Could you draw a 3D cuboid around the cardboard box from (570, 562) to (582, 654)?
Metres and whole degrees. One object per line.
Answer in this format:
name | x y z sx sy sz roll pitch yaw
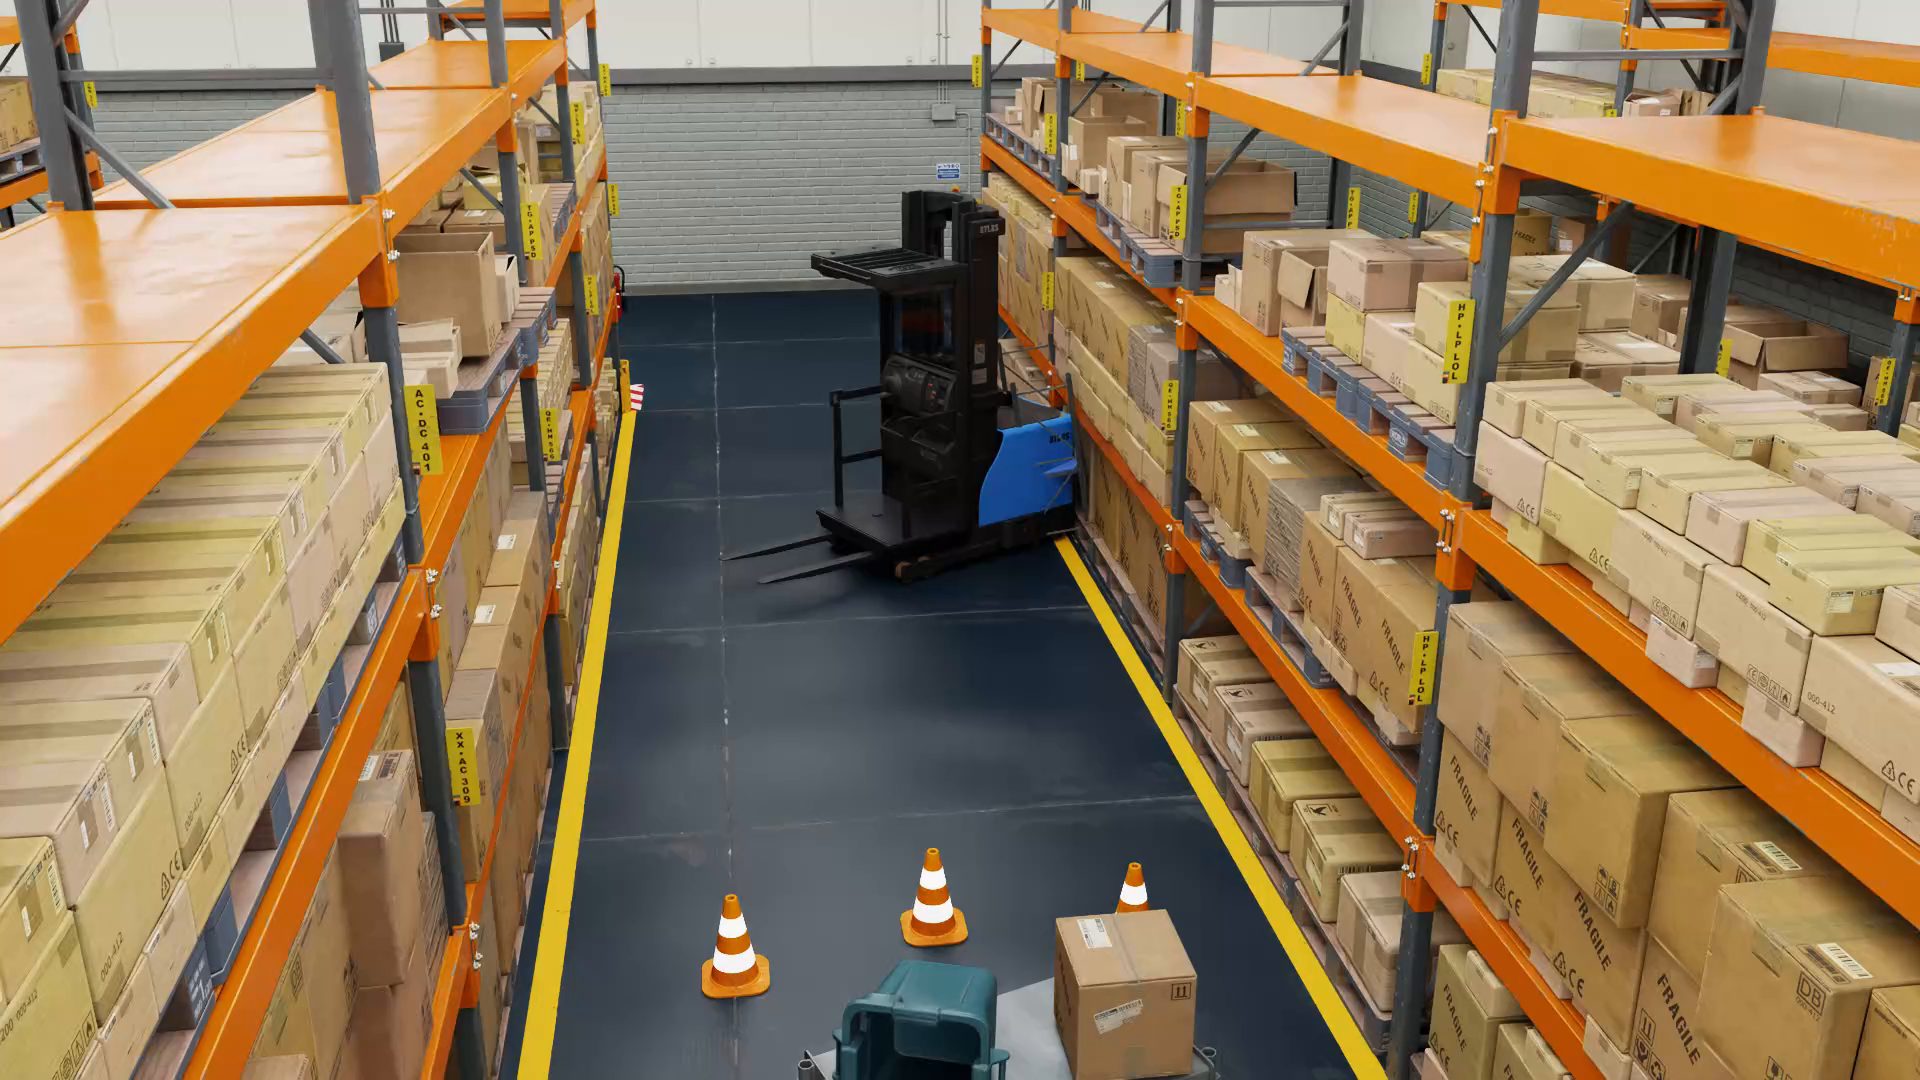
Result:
cardboard box | -2.928 0.487 11.599 0.500 0.500 0.500 -3 21 -7

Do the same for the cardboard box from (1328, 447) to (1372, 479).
cardboard box | 2.381 -0.227 9.369 0.500 0.500 0.500 -4 21 -11

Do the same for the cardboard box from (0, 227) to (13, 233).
cardboard box | -9.204 -2.678 15.817 0.500 0.500 0.500 -3 21 -9

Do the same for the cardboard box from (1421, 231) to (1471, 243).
cardboard box | 5.438 -3.261 18.448 0.500 0.250 0.500 -3 21 -7

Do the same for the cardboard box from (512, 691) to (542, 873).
cardboard box | -2.874 1.319 9.013 1.050 0.750 0.750 -3 21 -7

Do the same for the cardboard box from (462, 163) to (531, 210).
cardboard box | -2.862 -2.199 10.293 0.396 0.266 0.258 -3 21 -8

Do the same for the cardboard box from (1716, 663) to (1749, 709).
cardboard box | 2.482 0.412 4.898 0.380 0.149 0.250 -3 21 -7

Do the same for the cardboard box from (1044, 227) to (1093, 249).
cardboard box | 0.945 -2.635 14.486 0.380 0.149 0.250 -3 21 -9

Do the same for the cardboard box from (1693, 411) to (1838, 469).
cardboard box | 2.782 -0.337 5.765 0.380 0.149 0.250 -2 21 -6

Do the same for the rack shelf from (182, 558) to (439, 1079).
rack shelf | -2.137 0.953 4.118 1.077 0.370 4.000 -3 21 -8

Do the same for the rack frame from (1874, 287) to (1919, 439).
rack frame | 6.793 -0.592 11.515 1.000 3.000 0.127 -3 21 -8

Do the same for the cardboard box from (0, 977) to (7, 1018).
cardboard box | -1.582 0.678 2.304 0.380 0.149 0.250 -3 21 -7

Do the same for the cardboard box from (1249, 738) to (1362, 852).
cardboard box | 2.171 1.408 9.316 0.950 0.372 0.625 -2 21 -6

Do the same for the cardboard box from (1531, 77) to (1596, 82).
cardboard box | 6.139 -4.573 16.960 0.500 0.250 0.500 -3 21 -7

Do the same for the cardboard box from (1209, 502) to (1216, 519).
cardboard box | 1.752 -0.198 10.219 0.380 0.149 0.250 -4 21 -11

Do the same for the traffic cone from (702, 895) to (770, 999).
traffic cone | -1.125 1.977 8.262 0.336 0.463 0.334 -3 21 -8

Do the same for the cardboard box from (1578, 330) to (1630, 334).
cardboard box | 2.696 -0.886 7.627 0.500 0.250 0.500 -3 21 -8

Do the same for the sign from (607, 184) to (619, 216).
sign | -3.603 -3.537 17.294 0.100 0.325 0.005 -3 21 -8

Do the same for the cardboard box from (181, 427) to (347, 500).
cardboard box | -1.950 -0.204 4.665 0.380 0.149 0.250 -3 21 -7

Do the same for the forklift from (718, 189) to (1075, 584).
forklift | -0.506 -1.242 13.352 3.031 2.935 1.130 -15 25 -34

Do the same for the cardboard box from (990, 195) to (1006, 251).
cardboard box | 0.597 -3.267 17.104 0.500 0.500 0.500 -3 21 -9

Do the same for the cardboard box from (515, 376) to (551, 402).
cardboard box | -3.068 -1.039 11.618 0.380 0.149 0.250 -2 21 -6

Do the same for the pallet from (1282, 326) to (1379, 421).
pallet | 2.322 -0.851 8.189 1.213 0.211 1.003 -3 21 -8

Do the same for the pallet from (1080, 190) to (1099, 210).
pallet | 1.486 -2.726 13.215 0.805 0.209 1.217 -4 21 -10

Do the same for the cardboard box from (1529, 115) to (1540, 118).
cardboard box | 5.751 -3.963 16.043 0.500 0.250 0.500 -2 21 -7

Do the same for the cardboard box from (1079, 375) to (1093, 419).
cardboard box | 1.241 -1.132 13.175 0.500 0.250 0.500 -3 21 -8

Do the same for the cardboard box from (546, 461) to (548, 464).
cardboard box | -2.985 -0.580 11.240 0.380 0.149 0.250 -2 21 -5

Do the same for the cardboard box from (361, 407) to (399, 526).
cardboard box | -2.101 -0.232 5.308 0.500 0.250 0.500 -3 21 -8

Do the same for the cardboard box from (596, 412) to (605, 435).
cardboard box | -3.506 -1.075 15.433 0.380 0.149 0.250 -2 21 -7

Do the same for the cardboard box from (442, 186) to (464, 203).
cardboard box | -3.489 -2.039 10.958 0.500 0.500 0.500 -3 21 -8

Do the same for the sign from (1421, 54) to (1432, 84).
sign | 5.103 -5.149 18.180 0.100 0.325 0.005 -3 21 -8

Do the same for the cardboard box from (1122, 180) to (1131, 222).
cardboard box | 1.337 -2.339 11.496 0.396 0.266 0.258 -3 21 -9

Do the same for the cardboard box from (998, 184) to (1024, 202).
cardboard box | 0.593 -3.520 16.854 0.380 0.149 0.250 -4 21 -10

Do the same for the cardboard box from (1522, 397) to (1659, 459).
cardboard box | 2.247 -0.403 5.940 0.380 0.149 0.250 -2 21 -6

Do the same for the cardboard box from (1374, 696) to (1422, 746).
cardboard box | 2.111 0.801 7.543 0.380 0.149 0.250 -3 21 -7

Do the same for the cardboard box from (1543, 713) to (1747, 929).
cardboard box | 2.404 0.906 5.506 0.700 0.500 0.500 -3 21 -9

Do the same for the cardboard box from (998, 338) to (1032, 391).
cardboard box | 0.922 -1.884 18.034 0.875 0.438 0.875 -4 21 -10

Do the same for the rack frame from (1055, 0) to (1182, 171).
rack frame | 1.305 -4.536 13.500 1.000 3.000 0.127 -3 21 -8

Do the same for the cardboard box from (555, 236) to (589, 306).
cardboard box | -3.403 -2.264 13.994 0.500 0.500 0.500 -2 21 -6

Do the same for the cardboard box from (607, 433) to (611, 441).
cardboard box | -3.616 -1.070 16.268 0.380 0.149 0.250 -3 21 -7

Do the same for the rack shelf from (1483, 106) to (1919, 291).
rack shelf | 2.746 -0.735 4.356 1.077 0.370 4.000 -3 21 -8

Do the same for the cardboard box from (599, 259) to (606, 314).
cardboard box | -3.623 -2.343 15.633 0.500 0.500 0.500 -2 21 -5

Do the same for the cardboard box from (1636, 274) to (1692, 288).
cardboard box | 6.064 -2.042 14.654 0.700 0.500 0.500 -2 21 -6

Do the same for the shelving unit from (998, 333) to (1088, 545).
shelving unit | 0.716 -0.864 14.263 0.538 1.500 1.048 -10 26 -1

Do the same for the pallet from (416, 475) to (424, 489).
pallet | -2.607 -0.302 6.723 0.805 0.209 1.217 -4 21 -10

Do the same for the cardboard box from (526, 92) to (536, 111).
cardboard box | -4.172 -4.103 15.558 0.380 0.149 0.250 -2 21 -6

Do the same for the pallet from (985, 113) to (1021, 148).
pallet | 0.845 -4.218 17.062 1.003 0.211 1.213 -3 21 -8

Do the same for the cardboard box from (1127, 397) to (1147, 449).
cardboard box | 1.483 -0.837 11.670 0.500 0.250 0.500 -3 21 -9

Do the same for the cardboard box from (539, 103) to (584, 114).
cardboard box | -3.523 -3.767 14.659 0.380 0.149 0.250 -2 21 -5

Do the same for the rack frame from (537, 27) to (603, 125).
rack frame | -4.156 -5.636 16.446 1.000 3.000 0.127 -3 21 -8

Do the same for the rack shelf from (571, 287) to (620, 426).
rack shelf | -3.867 -1.796 15.767 1.077 0.370 4.000 -3 21 -8

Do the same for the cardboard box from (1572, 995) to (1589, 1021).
cardboard box | 2.413 1.641 5.896 0.380 0.149 0.250 -3 21 -8

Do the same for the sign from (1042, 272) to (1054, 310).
sign | 0.756 -2.140 14.308 0.100 0.325 0.005 -3 21 -8

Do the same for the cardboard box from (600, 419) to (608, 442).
cardboard box | -3.537 -1.029 15.735 0.380 0.149 0.250 -3 21 -8

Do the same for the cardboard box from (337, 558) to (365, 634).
cardboard box | -1.945 0.173 4.795 0.380 0.149 0.250 -3 21 -8

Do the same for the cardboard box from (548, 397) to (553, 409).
cardboard box | -3.060 -0.898 11.666 0.380 0.149 0.250 -3 21 -8

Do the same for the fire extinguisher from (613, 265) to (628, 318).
fire extinguisher | -3.735 -2.726 17.870 0.296 0.674 0.183 -3 21 -8

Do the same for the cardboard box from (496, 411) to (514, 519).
cardboard box | -2.948 -0.415 9.469 0.700 0.500 0.500 -3 21 -8
